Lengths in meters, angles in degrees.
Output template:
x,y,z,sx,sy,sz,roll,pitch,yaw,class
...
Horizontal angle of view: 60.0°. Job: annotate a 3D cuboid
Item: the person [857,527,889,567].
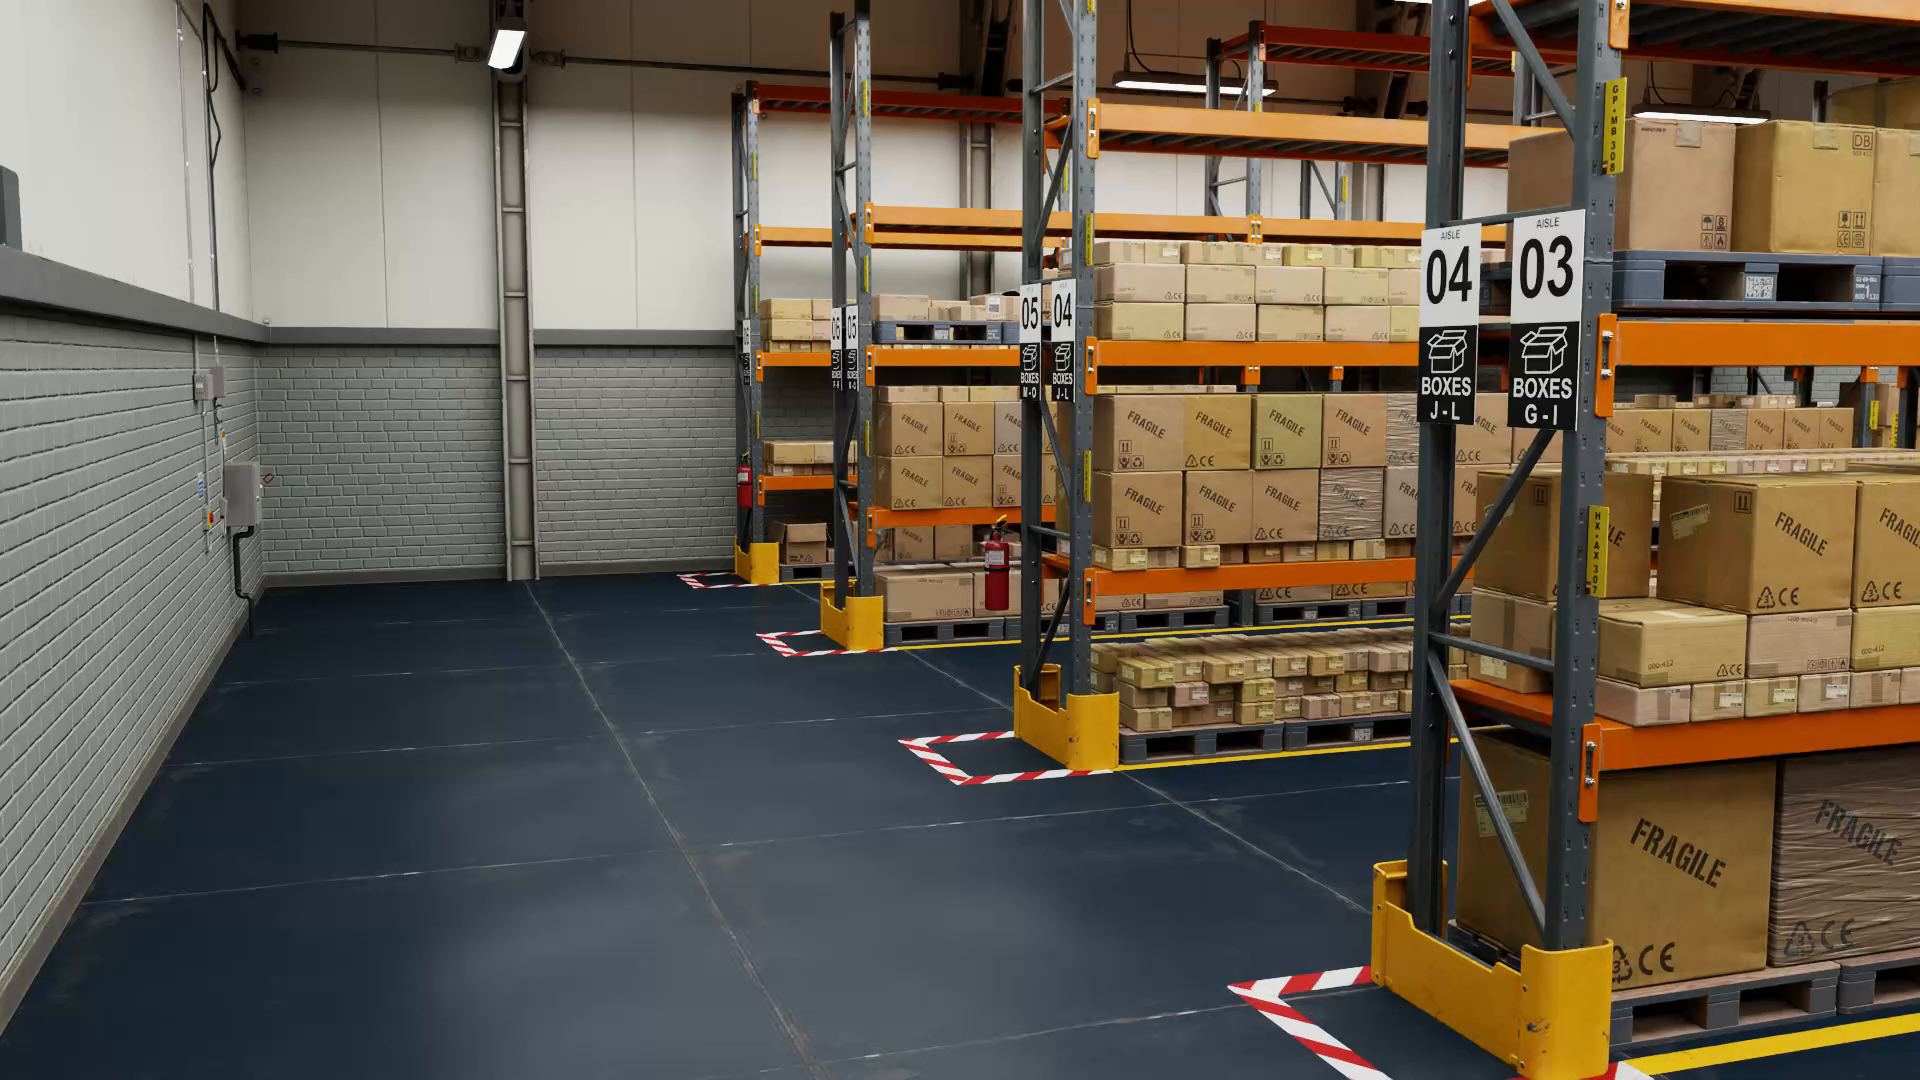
x,y,z,sx,sy,sz,roll,pitch,yaw,class
-0.911,-0.060,18.175,0.717,1.570,0.400,-5,8,-38,person
